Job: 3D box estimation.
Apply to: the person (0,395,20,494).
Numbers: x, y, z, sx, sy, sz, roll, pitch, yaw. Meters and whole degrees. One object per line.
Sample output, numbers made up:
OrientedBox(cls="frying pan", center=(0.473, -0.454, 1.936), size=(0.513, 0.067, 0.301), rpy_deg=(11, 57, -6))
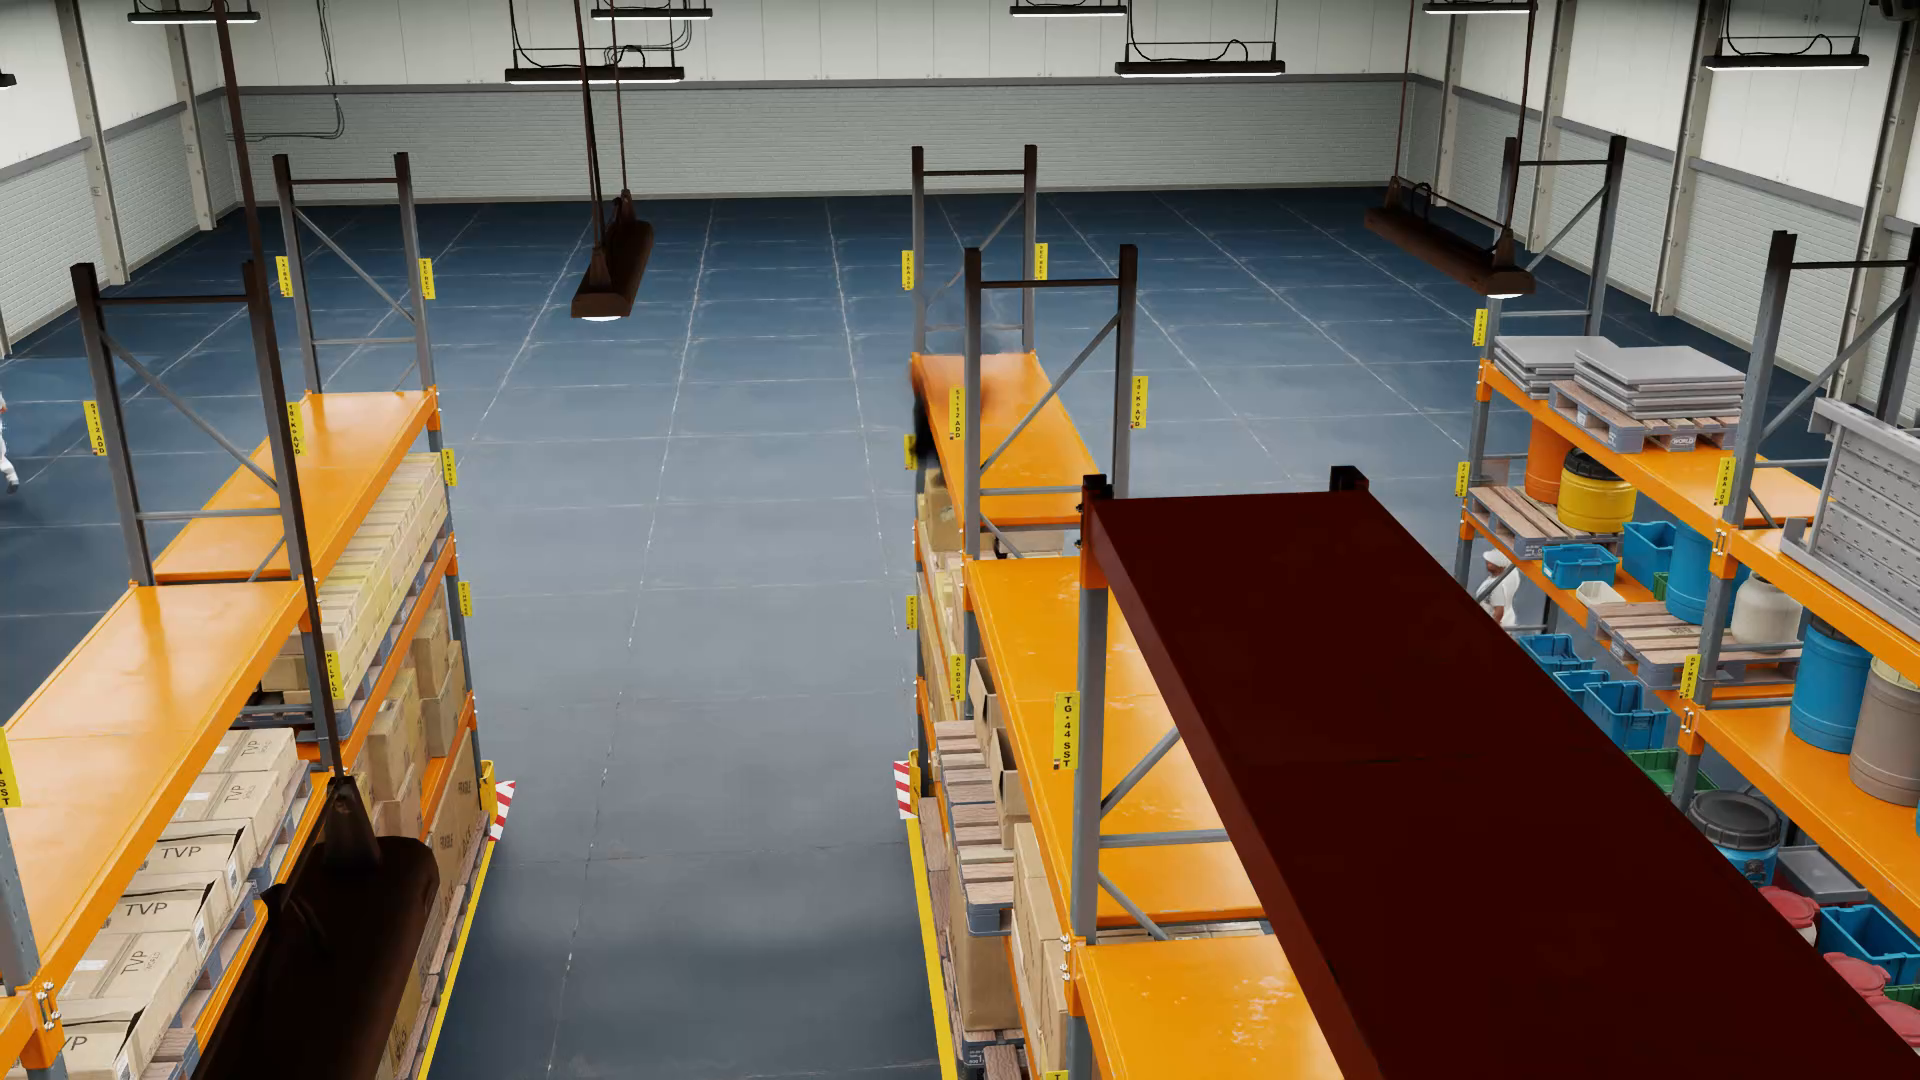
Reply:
OrientedBox(cls="person", center=(-13.369, -1.458, 22.842), size=(0.987, 1.786, 0.656), rpy_deg=(15, 26, 34))

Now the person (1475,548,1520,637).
OrientedBox(cls="person", center=(5.422, 0.886, 16.959), size=(0.895, 1.780, 0.748), rpy_deg=(18, 28, 38))
